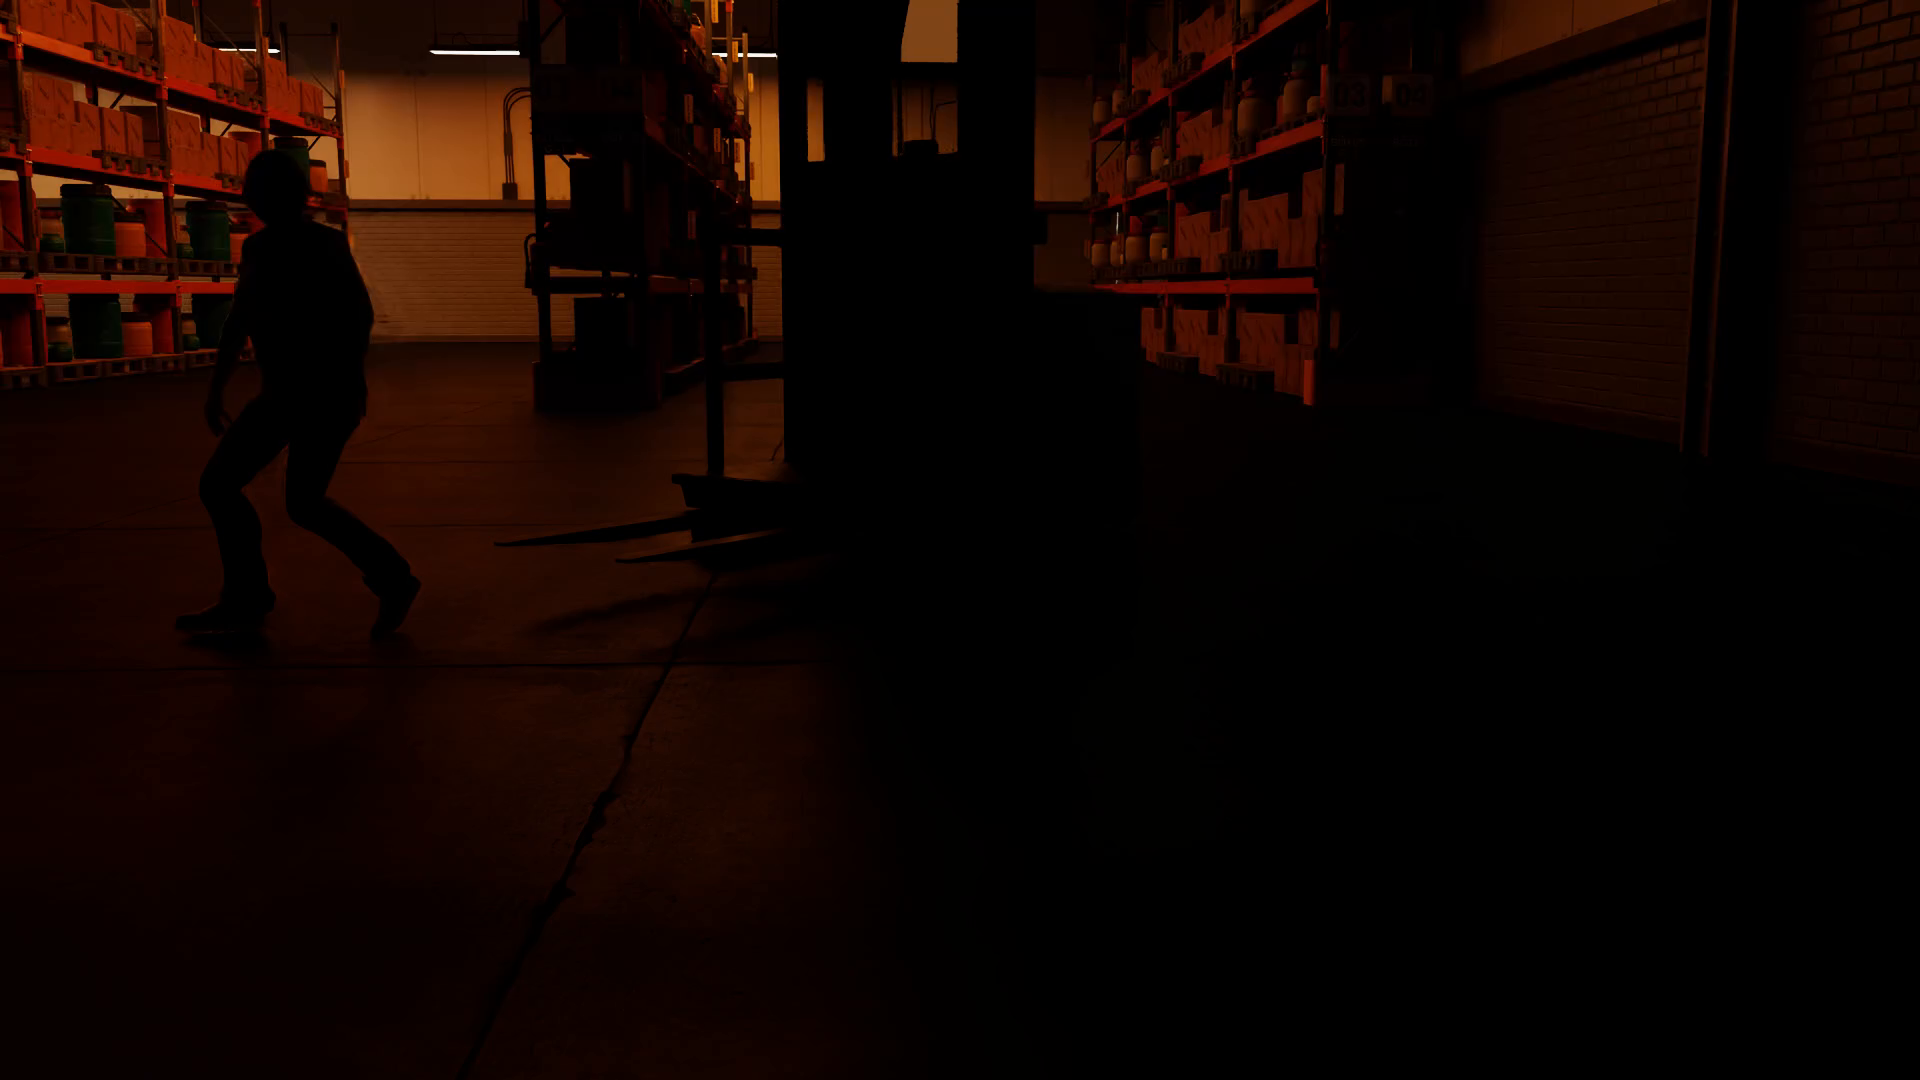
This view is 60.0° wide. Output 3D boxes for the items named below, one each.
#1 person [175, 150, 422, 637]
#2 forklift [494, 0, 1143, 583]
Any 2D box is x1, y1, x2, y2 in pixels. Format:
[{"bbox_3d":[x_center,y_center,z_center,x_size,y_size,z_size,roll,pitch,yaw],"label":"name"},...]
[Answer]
[{"bbox_3d":[-2.097,-0.437,5.222,0.727,1.533,0.588,6,10,34],"label":"person"},{"bbox_3d":[-0.441,-1.369,6.550,1.130,2.935,3.031,6,10,36],"label":"forklift"}]
